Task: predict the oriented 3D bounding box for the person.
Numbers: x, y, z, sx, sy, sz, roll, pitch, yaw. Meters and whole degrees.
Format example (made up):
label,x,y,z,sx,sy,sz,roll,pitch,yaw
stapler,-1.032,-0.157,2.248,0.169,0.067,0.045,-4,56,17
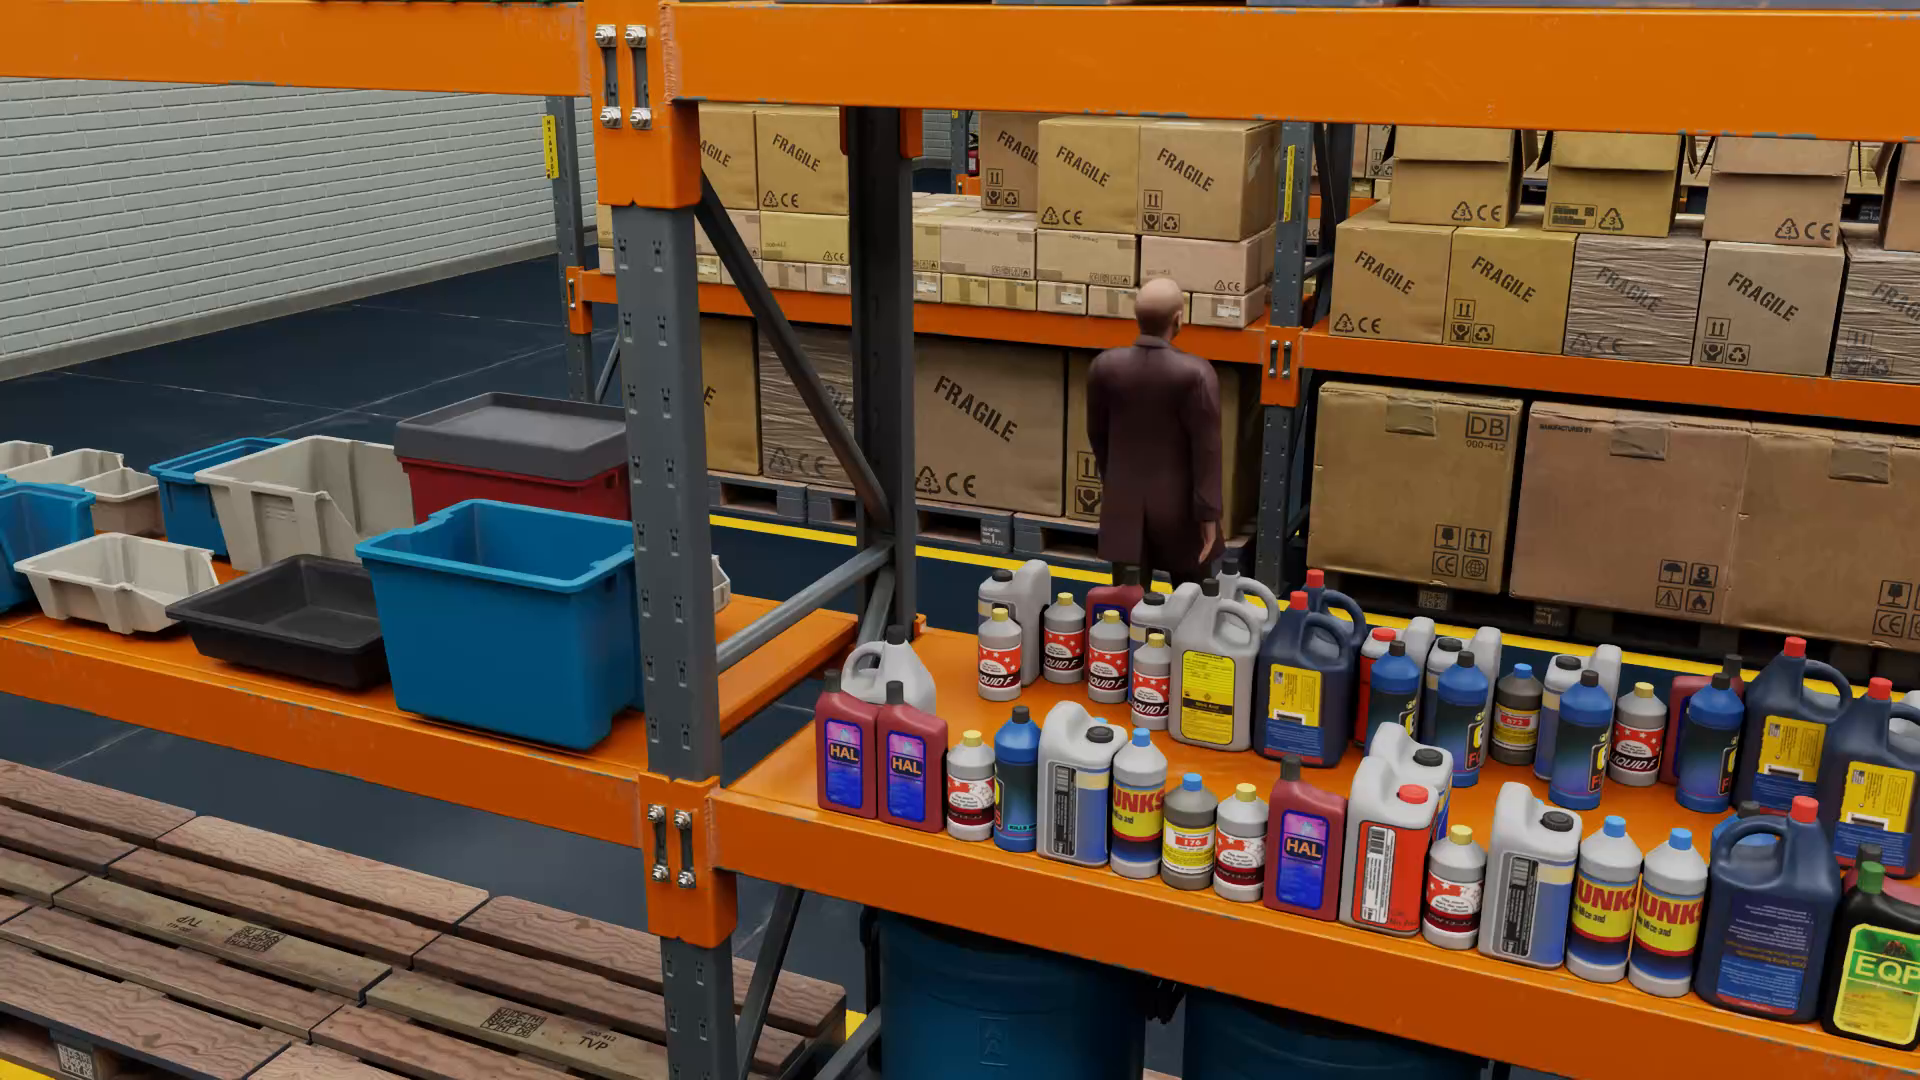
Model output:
label,x,y,z,sx,sy,sz,roll,pitch,yaw
person,0.805,-0.171,6.547,0.597,1.764,0.849,8,20,22
